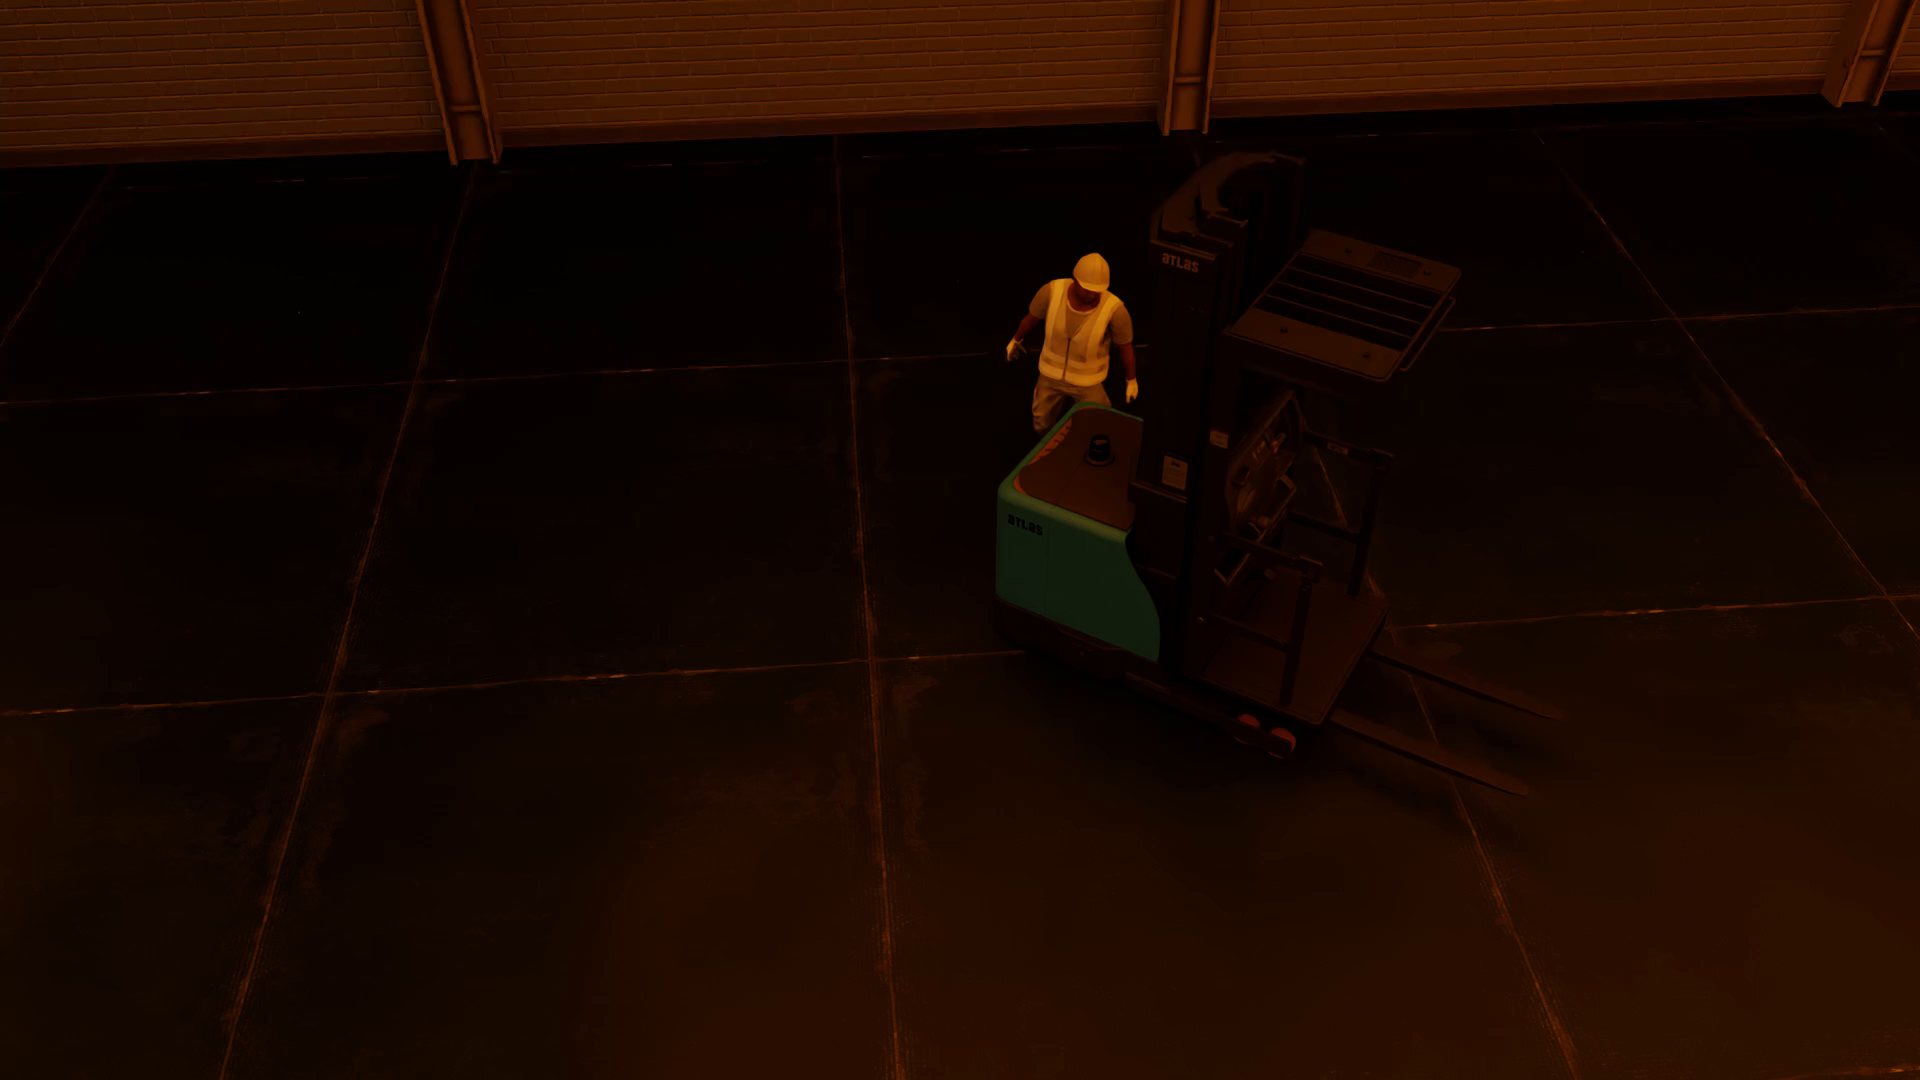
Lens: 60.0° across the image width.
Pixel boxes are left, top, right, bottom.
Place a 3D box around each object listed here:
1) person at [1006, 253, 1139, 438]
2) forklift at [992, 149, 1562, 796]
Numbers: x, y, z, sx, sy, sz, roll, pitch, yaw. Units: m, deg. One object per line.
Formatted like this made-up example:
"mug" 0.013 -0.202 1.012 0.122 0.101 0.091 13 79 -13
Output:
"person" 0.687 -1.038 10.112 0.907 1.741 0.486 17 43 18
"forklift" 1.713 -0.352 8.349 3.031 2.935 1.130 21 45 23
